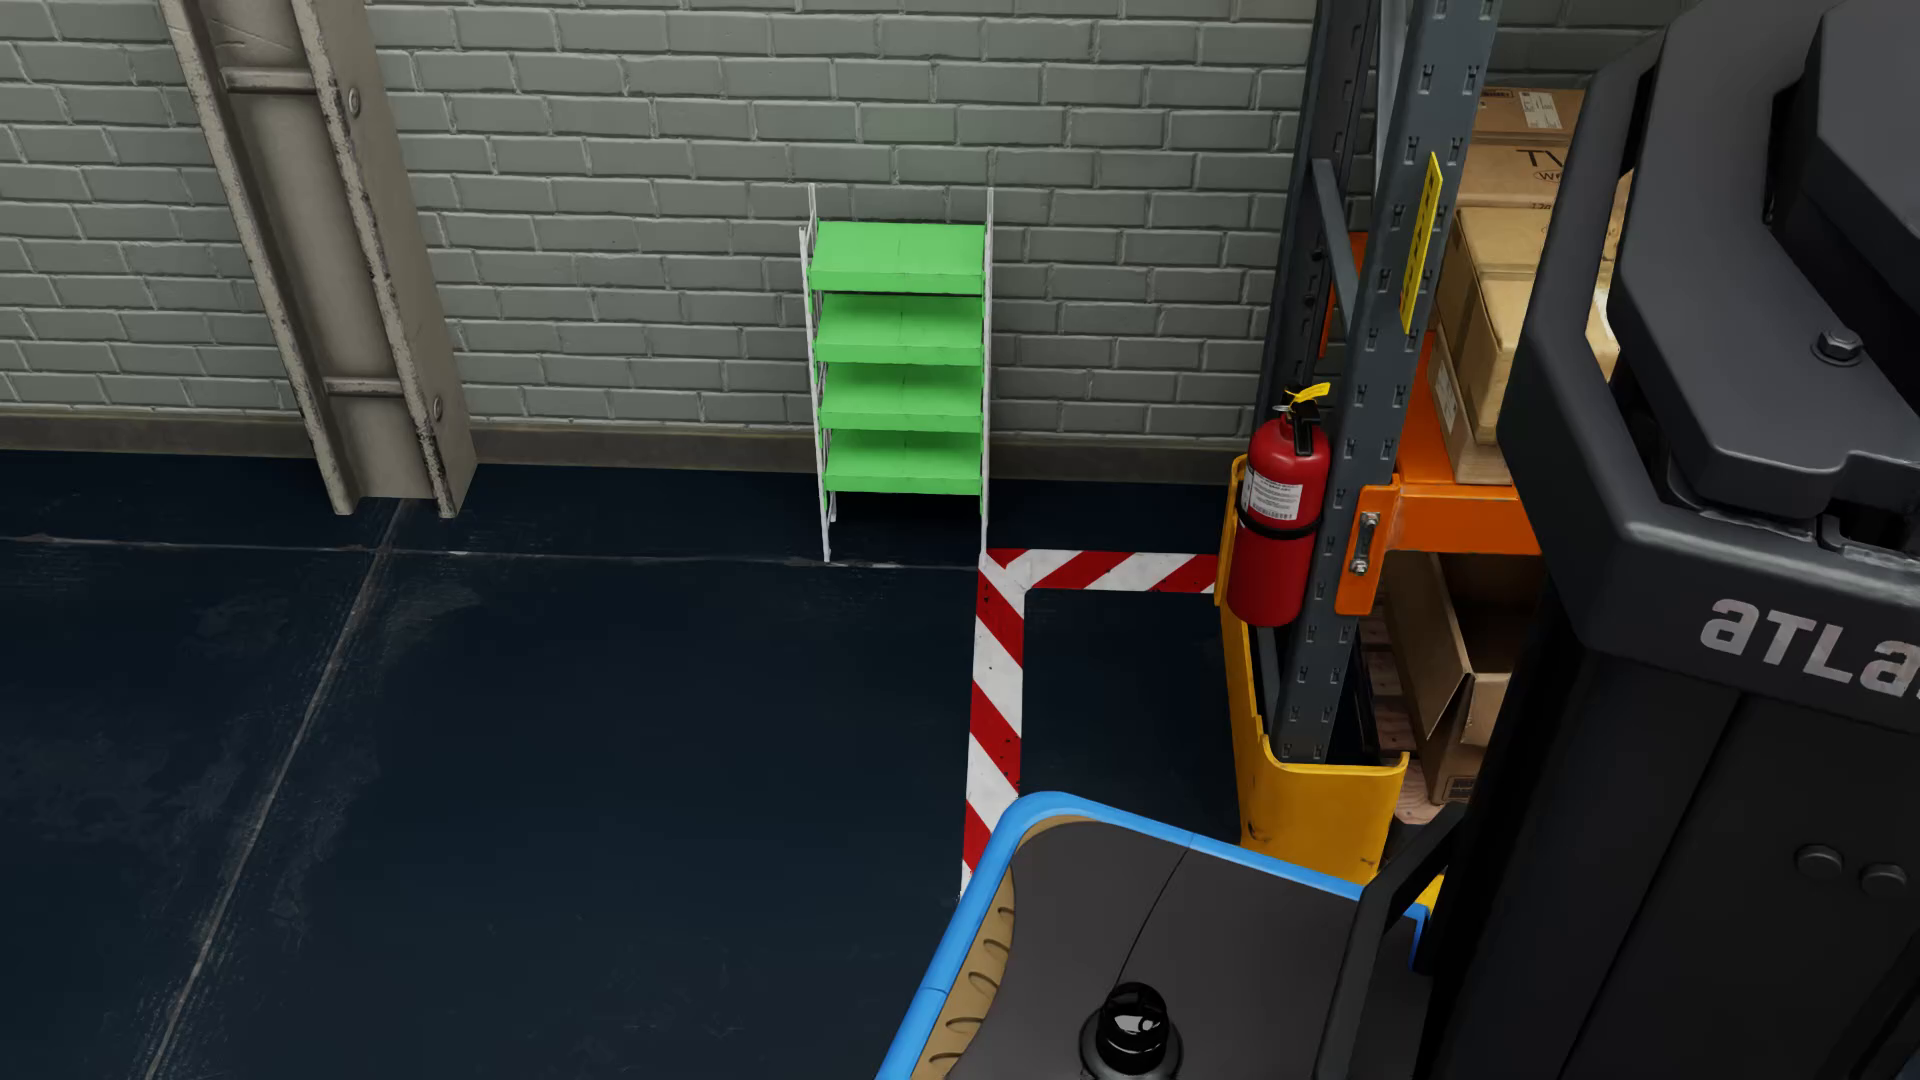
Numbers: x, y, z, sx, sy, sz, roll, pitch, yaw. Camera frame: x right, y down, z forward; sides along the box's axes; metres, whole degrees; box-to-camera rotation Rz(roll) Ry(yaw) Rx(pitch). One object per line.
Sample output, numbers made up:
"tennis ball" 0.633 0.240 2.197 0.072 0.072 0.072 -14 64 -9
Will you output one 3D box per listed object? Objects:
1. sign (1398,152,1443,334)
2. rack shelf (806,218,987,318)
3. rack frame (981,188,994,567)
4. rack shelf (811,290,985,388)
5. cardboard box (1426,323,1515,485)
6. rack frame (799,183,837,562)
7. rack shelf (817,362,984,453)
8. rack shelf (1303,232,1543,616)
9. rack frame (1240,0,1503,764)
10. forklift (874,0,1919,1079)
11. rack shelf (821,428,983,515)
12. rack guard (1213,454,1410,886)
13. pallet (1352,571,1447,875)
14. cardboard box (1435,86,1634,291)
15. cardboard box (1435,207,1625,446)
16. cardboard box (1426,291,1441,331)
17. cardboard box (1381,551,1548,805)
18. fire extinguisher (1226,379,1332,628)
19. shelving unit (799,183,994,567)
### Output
"sign" 0.823 -0.529 2.983 0.005 0.325 0.100 2 43 2
"rack shelf" -0.166 -0.749 4.563 0.480 0.148 0.258 2 43 2
"rack frame" 0.078 -0.437 4.838 0.015 1.200 0.240 2 43 2
"rack shelf" -0.166 -0.573 4.726 0.480 0.148 0.258 2 43 2
"cardboard box" 1.164 -0.293 3.549 0.250 0.149 0.380 1 43 2
"rack frame" -0.409 -0.452 4.855 0.015 1.200 0.240 2 43 2
"rack shelf" -0.165 -0.397 4.890 0.480 0.148 0.258 2 43 2
"rack shelf" 2.846 -0.258 3.854 4.000 0.370 1.077 2 43 2
"rack frame" 0.848 -0.582 3.674 0.127 3.000 1.000 2 43 2
"forklift" 1.315 0.855 2.182 3.031 2.935 1.130 15 45 16
"rack shelf" -0.165 -0.222 5.054 0.480 0.148 0.258 2 43 2
"rack guard" 0.924 0.335 4.524 0.348 0.500 1.175 2 43 2
"pallet" 1.720 0.464 4.597 1.213 0.211 1.003 2 43 2
"cardboard box" 1.319 -0.803 3.803 0.500 0.250 0.500 3 43 3
"cardboard box" 1.289 -0.439 3.412 0.500 0.250 0.500 2 43 2
"cardboard box" 1.191 -0.663 3.945 0.250 0.149 0.380 1 43 1
"cardboard box" 1.454 0.261 4.293 0.637 0.503 0.797 0 43 0
"fire extinguisher" 0.680 -0.107 3.495 0.183 0.674 0.296 2 43 2
"shelving unit" -0.165 -0.444 4.846 0.503 1.200 0.258 2 43 2
